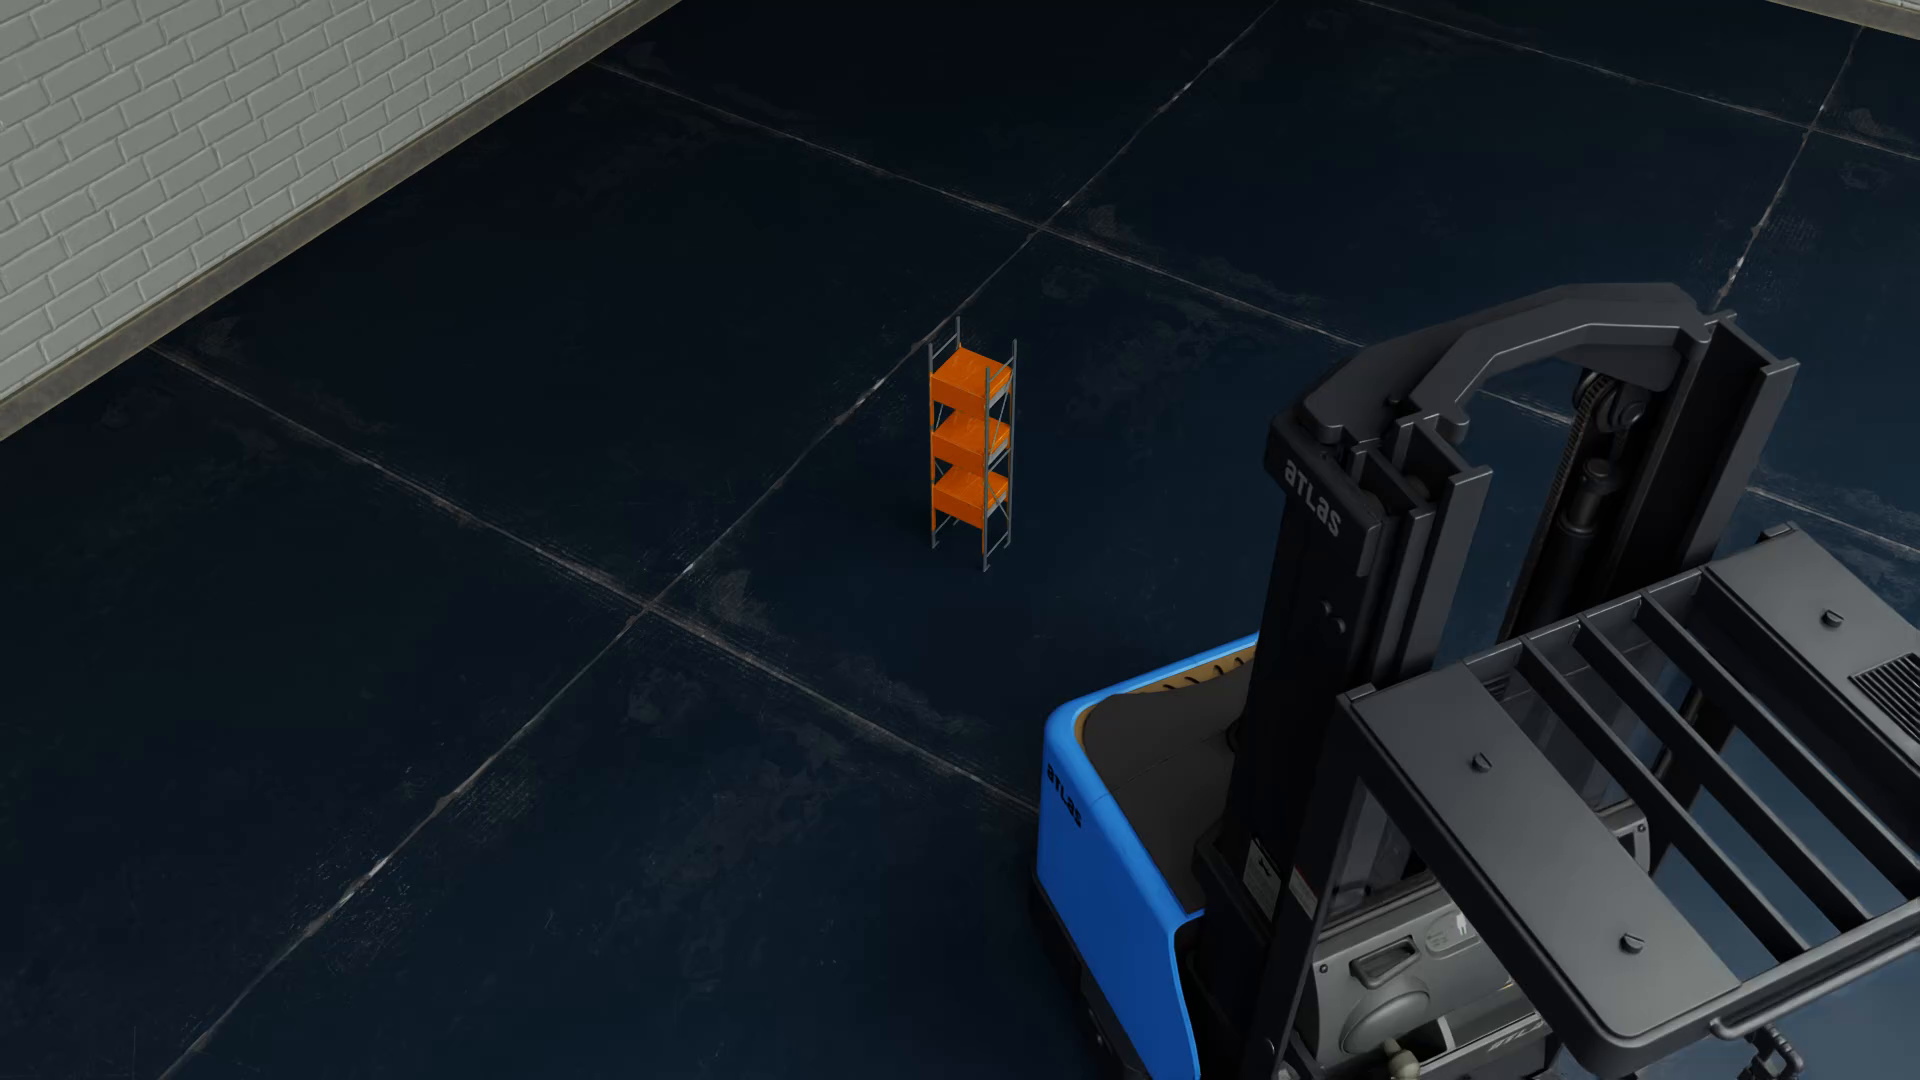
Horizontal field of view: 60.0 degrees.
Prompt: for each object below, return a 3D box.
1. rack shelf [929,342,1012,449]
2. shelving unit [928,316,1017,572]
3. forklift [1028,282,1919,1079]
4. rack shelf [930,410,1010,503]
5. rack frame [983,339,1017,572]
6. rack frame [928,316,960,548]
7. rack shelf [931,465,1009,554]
[{"bbox_3d":[0.045,-0.536,6.157,0.240,0.259,0.215,25,51,22],"label":"rack shelf"},{"bbox_3d":[0.045,-0.345,6.353,0.252,1.050,0.215,25,51,22],"label":"shelving unit"},{"bbox_3d":[1.298,1.035,3.701,1.130,2.935,3.031,-18,49,-17],"label":"forklift"},{"bbox_3d":[0.045,-0.338,6.361,0.240,0.259,0.215,25,51,22],"label":"rack shelf"},{"bbox_3d":[0.148,-0.298,6.307,0.008,1.050,0.200,25,51,22],"label":"rack frame"},{"bbox_3d":[-0.058,-0.392,6.399,0.008,1.050,0.200,25,51,22],"label":"rack frame"},{"bbox_3d":[0.045,-0.144,6.560,0.240,0.259,0.215,25,51,22],"label":"rack shelf"}]
